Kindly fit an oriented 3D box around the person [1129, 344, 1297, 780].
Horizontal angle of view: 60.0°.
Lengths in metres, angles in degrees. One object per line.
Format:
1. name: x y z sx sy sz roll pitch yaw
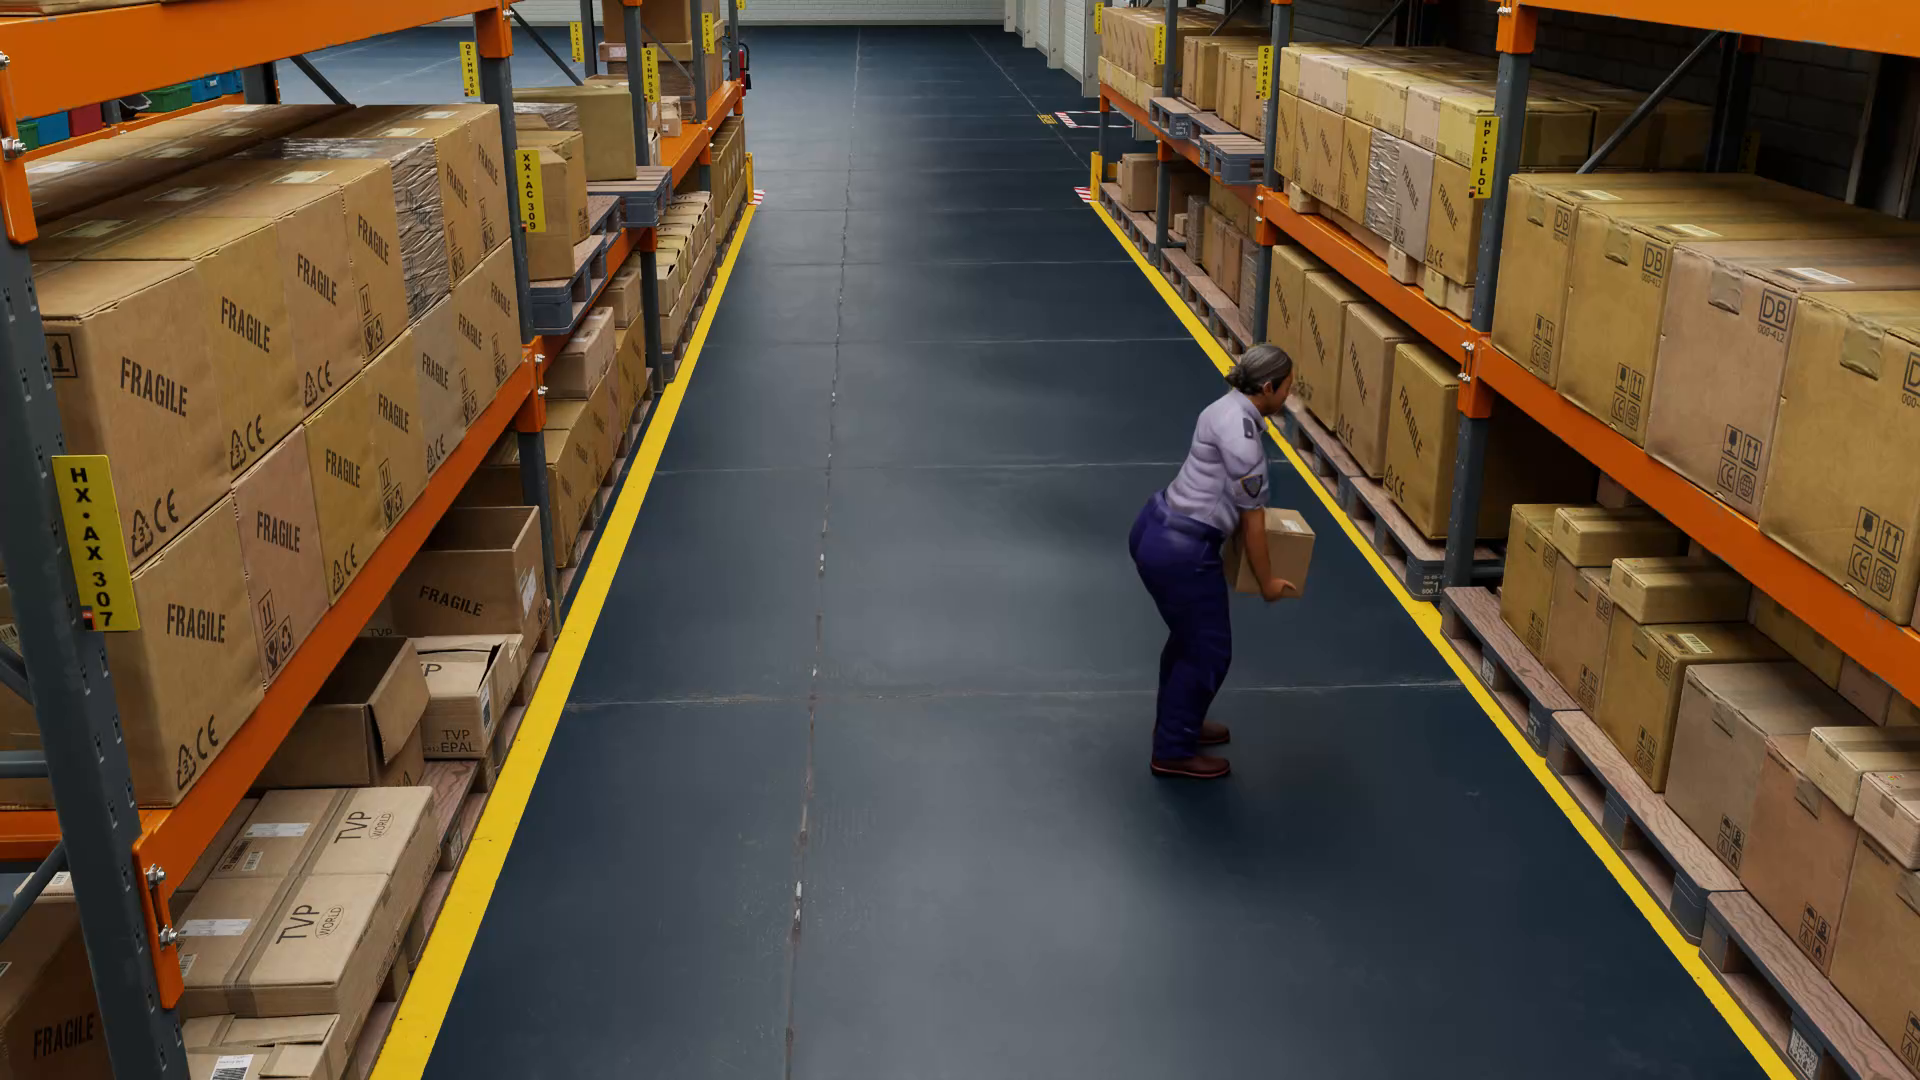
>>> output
1. person: 0.907 0.072 6.014 0.576 1.582 0.438 -1 21 -4
